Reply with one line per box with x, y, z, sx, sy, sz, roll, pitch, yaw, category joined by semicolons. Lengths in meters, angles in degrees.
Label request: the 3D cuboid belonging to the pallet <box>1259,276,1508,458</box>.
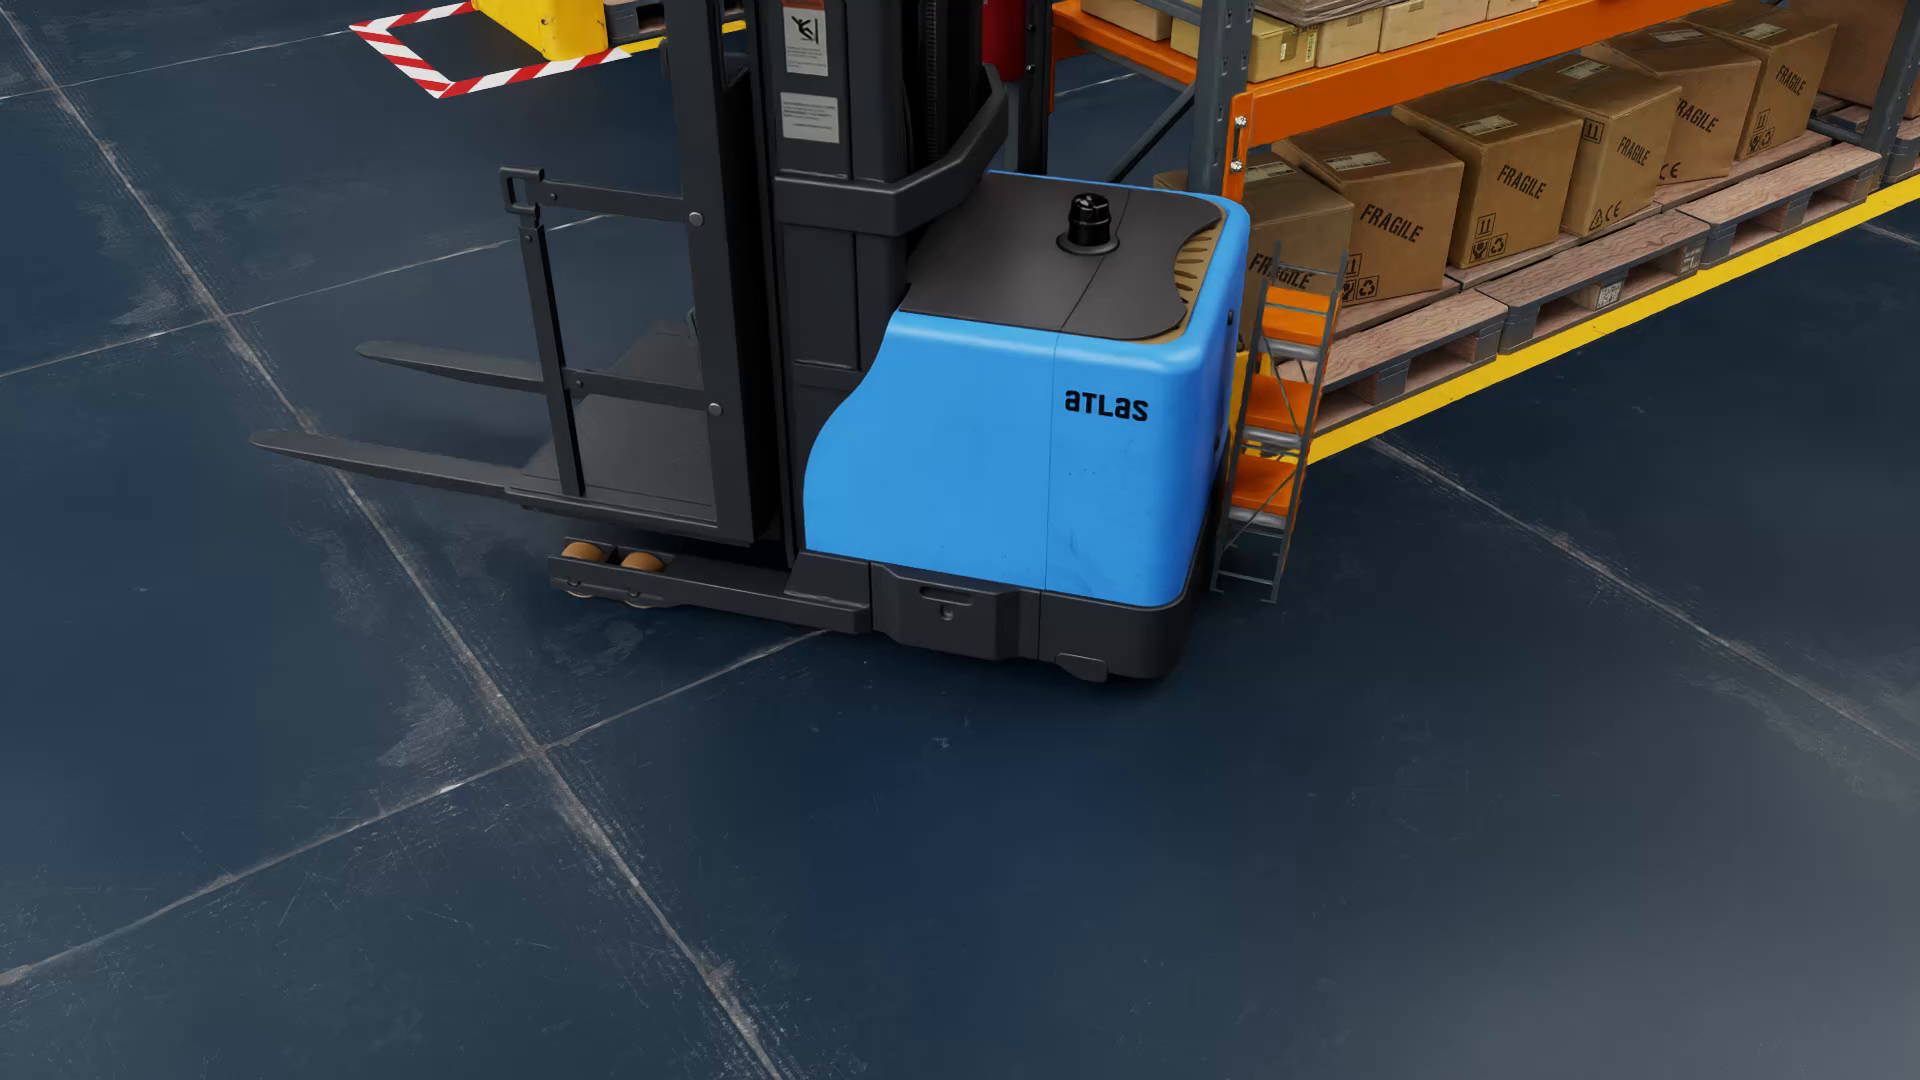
1.232;-0.797;6.177;1.213;0.211;1.003;-22;41;-28;pallet

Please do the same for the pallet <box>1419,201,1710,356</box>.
2.228;-1.205;6.744;1.213;0.211;1.003;-22;41;-28;pallet

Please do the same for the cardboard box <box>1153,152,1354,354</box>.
1.005;-1.004;5.859;0.500;0.500;0.500;-15;38;-20;cardboard box

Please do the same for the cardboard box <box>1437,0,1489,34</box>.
1.476;-1.773;5.361;0.250;0.149;0.380;-22;41;-28;cardboard box

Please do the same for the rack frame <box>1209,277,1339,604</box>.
0.873;-0.251;4.692;0.200;1.050;0.008;12;37;12;rack frame

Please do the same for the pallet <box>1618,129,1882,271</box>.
3.226;-1.617;7.318;1.213;0.211;1.003;-22;41;-28;pallet

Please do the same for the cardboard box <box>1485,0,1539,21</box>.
1.685;-1.853;5.473;0.250;0.149;0.380;-22;41;-28;cardboard box

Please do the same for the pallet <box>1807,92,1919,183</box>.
4.391;-2.123;8.021;1.213;0.211;1.003;-22;41;-28;pallet

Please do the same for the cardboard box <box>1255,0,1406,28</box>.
0.951;-1.980;5.094;0.500;0.500;0.875;-22;41;-28;cardboard box

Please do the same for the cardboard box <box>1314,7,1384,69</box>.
1.071;-1.602;5.123;0.250;0.149;0.380;-22;41;-28;cardboard box

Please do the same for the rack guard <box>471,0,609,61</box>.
-2.333;-3.044;9.054;0.348;0.500;1.175;-22;41;-28;rack guard

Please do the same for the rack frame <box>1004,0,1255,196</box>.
0.485;-1.647;4.971;0.127;3.000;1.000;-22;41;-28;rack frame

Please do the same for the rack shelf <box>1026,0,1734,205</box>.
2.120;-2.027;6.116;4.000;0.370;1.077;-22;41;-28;rack shelf

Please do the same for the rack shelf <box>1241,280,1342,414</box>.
0.921;-0.539;4.624;0.215;0.259;0.240;12;37;12;rack shelf

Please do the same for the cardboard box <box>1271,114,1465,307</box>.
1.474;-1.222;6.161;0.500;0.500;0.500;-12;37;-16;cardboard box

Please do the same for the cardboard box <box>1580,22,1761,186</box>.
2.941;-1.836;7.015;0.500;0.500;0.500;-10;37;-14;cardboard box

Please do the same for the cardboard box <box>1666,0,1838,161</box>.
3.405;-2.032;7.288;0.500;0.500;0.500;-24;42;-29;cardboard box

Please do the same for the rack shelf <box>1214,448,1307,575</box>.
0.896;-0.088;4.958;0.215;0.259;0.240;12;37;12;rack shelf

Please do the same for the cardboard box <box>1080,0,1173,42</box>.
0.599;-1.739;5.314;0.250;0.149;0.380;-22;41;-28;cardboard box

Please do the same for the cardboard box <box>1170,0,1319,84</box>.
0.856;-1.527;5.019;0.250;0.149;0.380;-22;41;-28;cardboard box

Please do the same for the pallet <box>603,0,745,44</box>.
-1.666;-3.197;9.515;1.213;0.211;1.003;-22;41;-28;pallet

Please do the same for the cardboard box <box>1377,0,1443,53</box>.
1.284;-1.679;5.230;0.250;0.149;0.380;-22;41;-28;cardboard box

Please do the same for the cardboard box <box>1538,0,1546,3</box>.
1.874;-1.950;5.608;0.250;0.149;0.380;-22;41;-28;cardboard box

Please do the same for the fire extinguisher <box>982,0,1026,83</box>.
0.126;-1.797;5.245;0.183;0.674;0.296;-22;41;-28;fire extinguisher

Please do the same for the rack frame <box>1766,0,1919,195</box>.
3.755;-2.992;6.841;0.127;3.000;1.000;-22;41;-28;rack frame

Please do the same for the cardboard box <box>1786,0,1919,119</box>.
4.269;-2.352;7.716;0.500;0.500;0.700;-26;43;-31;cardboard box

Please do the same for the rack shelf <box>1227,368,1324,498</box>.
0.909;-0.311;4.793;0.215;0.259;0.240;12;37;12;rack shelf

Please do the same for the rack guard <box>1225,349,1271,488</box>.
0.548;-0.657;5.736;0.348;0.500;1.175;-22;41;-28;rack guard

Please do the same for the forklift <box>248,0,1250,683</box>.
-0.729;-1.271;4.506;3.031;2.935;1.130;9;37;13;forklift

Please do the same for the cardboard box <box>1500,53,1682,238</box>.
2.479;-1.590;6.673;0.500;0.500;0.500;-26;43;-32;cardboard box

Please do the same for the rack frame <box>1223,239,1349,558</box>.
0.945;-0.388;4.881;0.200;1.050;0.008;12;37;12;rack frame

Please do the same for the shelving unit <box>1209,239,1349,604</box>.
0.909;-0.319;4.786;0.215;1.050;0.252;12;37;12;shelving unit

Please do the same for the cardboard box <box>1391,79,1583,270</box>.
1.997;-1.423;6.441;0.500;0.500;0.500;-18;40;-24;cardboard box
